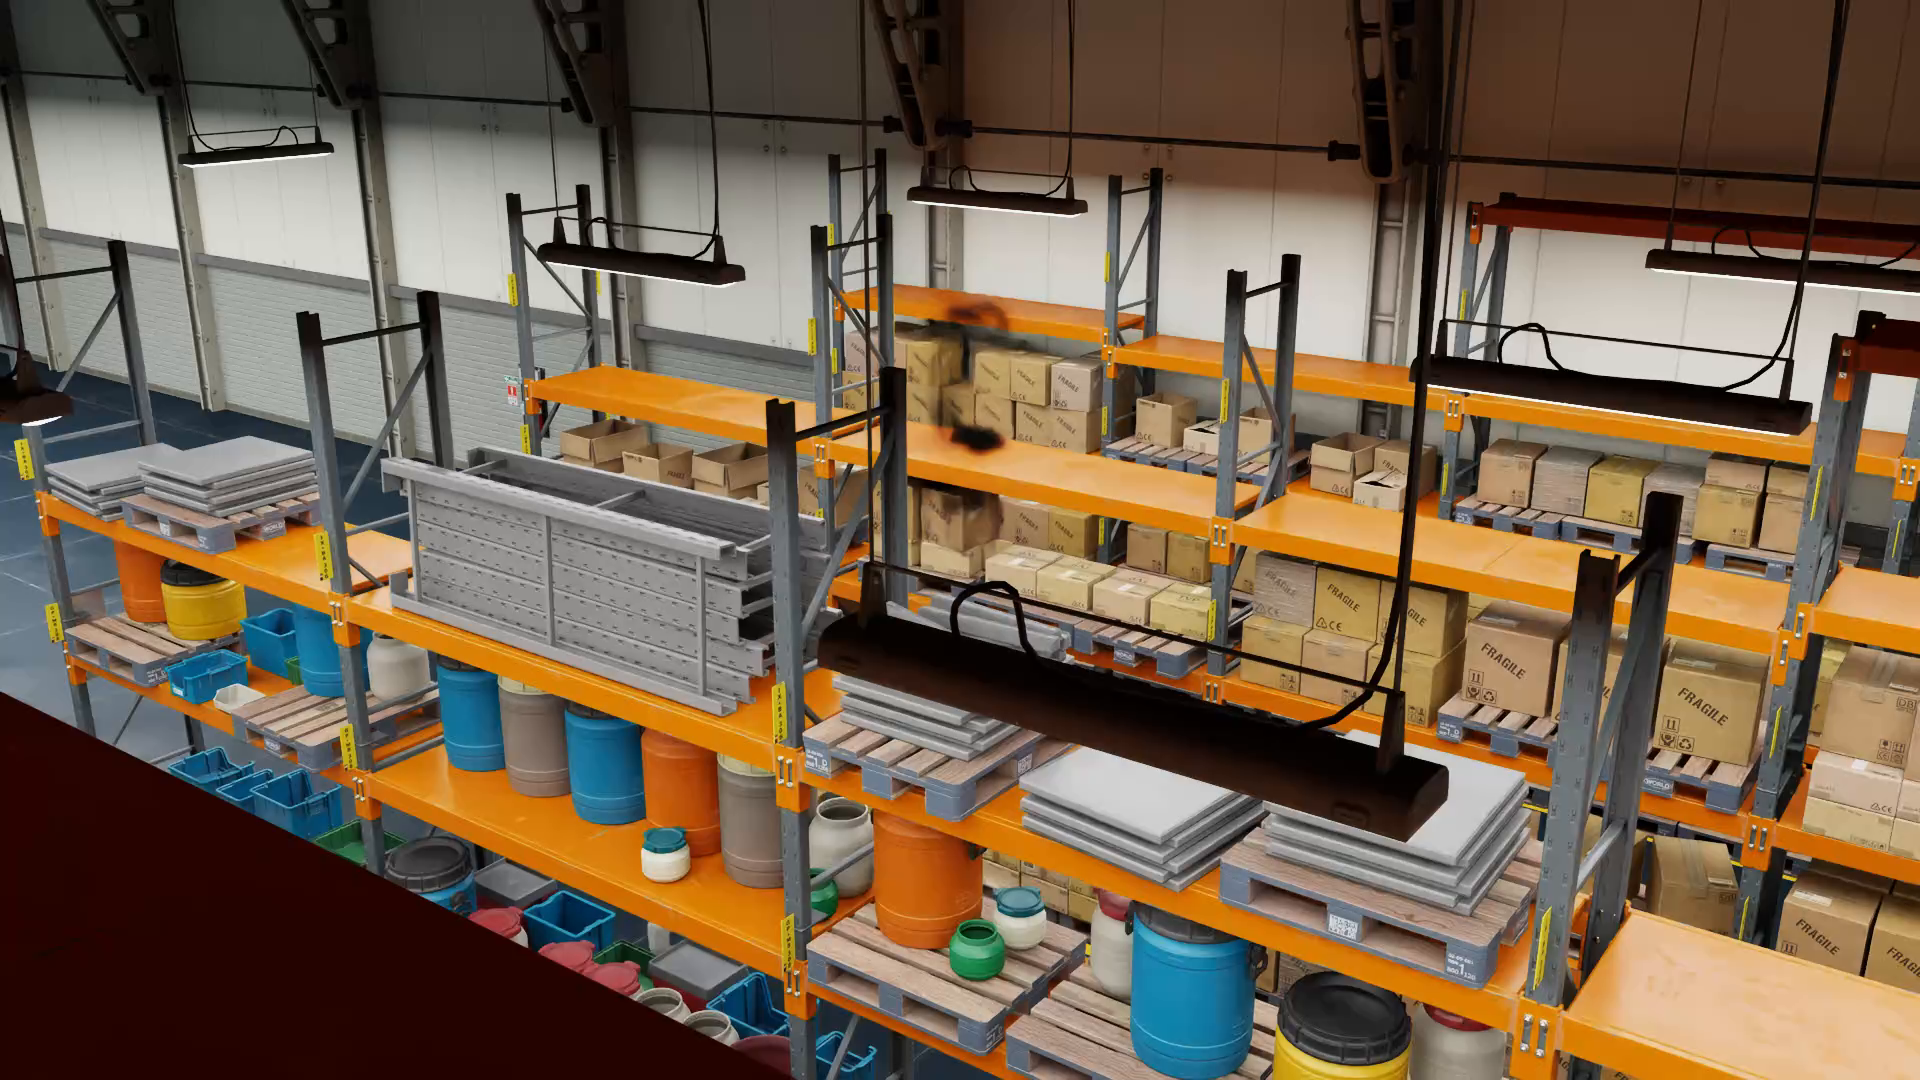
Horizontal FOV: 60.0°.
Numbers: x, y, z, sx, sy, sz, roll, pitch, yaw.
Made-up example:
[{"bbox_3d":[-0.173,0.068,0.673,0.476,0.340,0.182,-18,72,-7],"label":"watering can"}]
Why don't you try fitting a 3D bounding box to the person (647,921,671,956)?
[{"bbox_3d":[-2.353,2.843,13.822,0.925,1.791,0.733,9,20,24],"label":"person"}]
